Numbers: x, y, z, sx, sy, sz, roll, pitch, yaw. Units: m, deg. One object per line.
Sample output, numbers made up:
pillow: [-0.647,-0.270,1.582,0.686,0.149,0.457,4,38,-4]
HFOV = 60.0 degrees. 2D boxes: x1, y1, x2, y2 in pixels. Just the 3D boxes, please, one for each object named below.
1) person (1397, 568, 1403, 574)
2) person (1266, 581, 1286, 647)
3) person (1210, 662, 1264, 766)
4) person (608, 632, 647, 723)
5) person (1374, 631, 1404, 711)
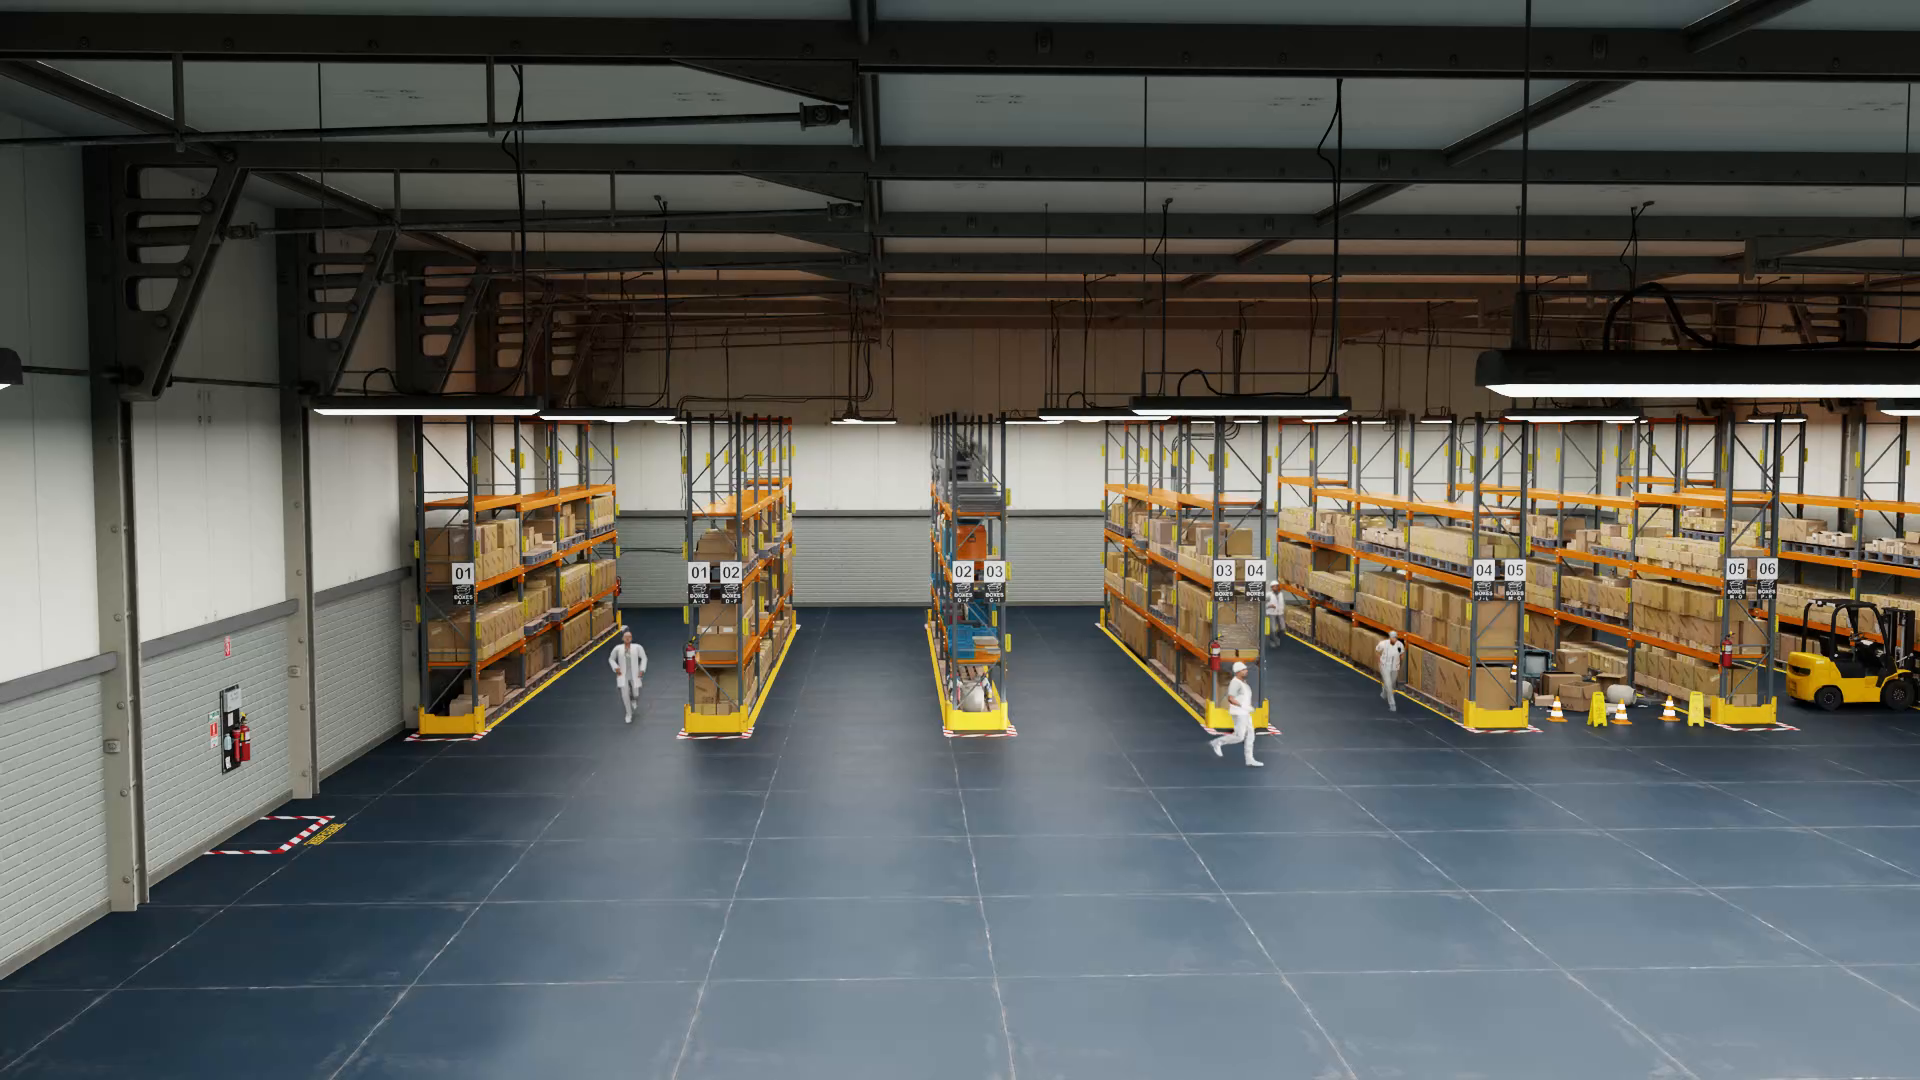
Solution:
person: [13.007,1.500,49.538,0.598,1.739,0.657,-1,4,-10]
person: [8.181,1.923,42.954,0.647,1.735,0.598,-1,4,-10]
person: [4.702,2.938,28.111,0.898,1.769,0.680,2,4,25]
person: [-6.490,2.659,32.503,0.742,1.736,0.707,-1,4,-15]
person: [8.730,2.638,33.882,0.607,1.649,0.889,0,4,-1]
